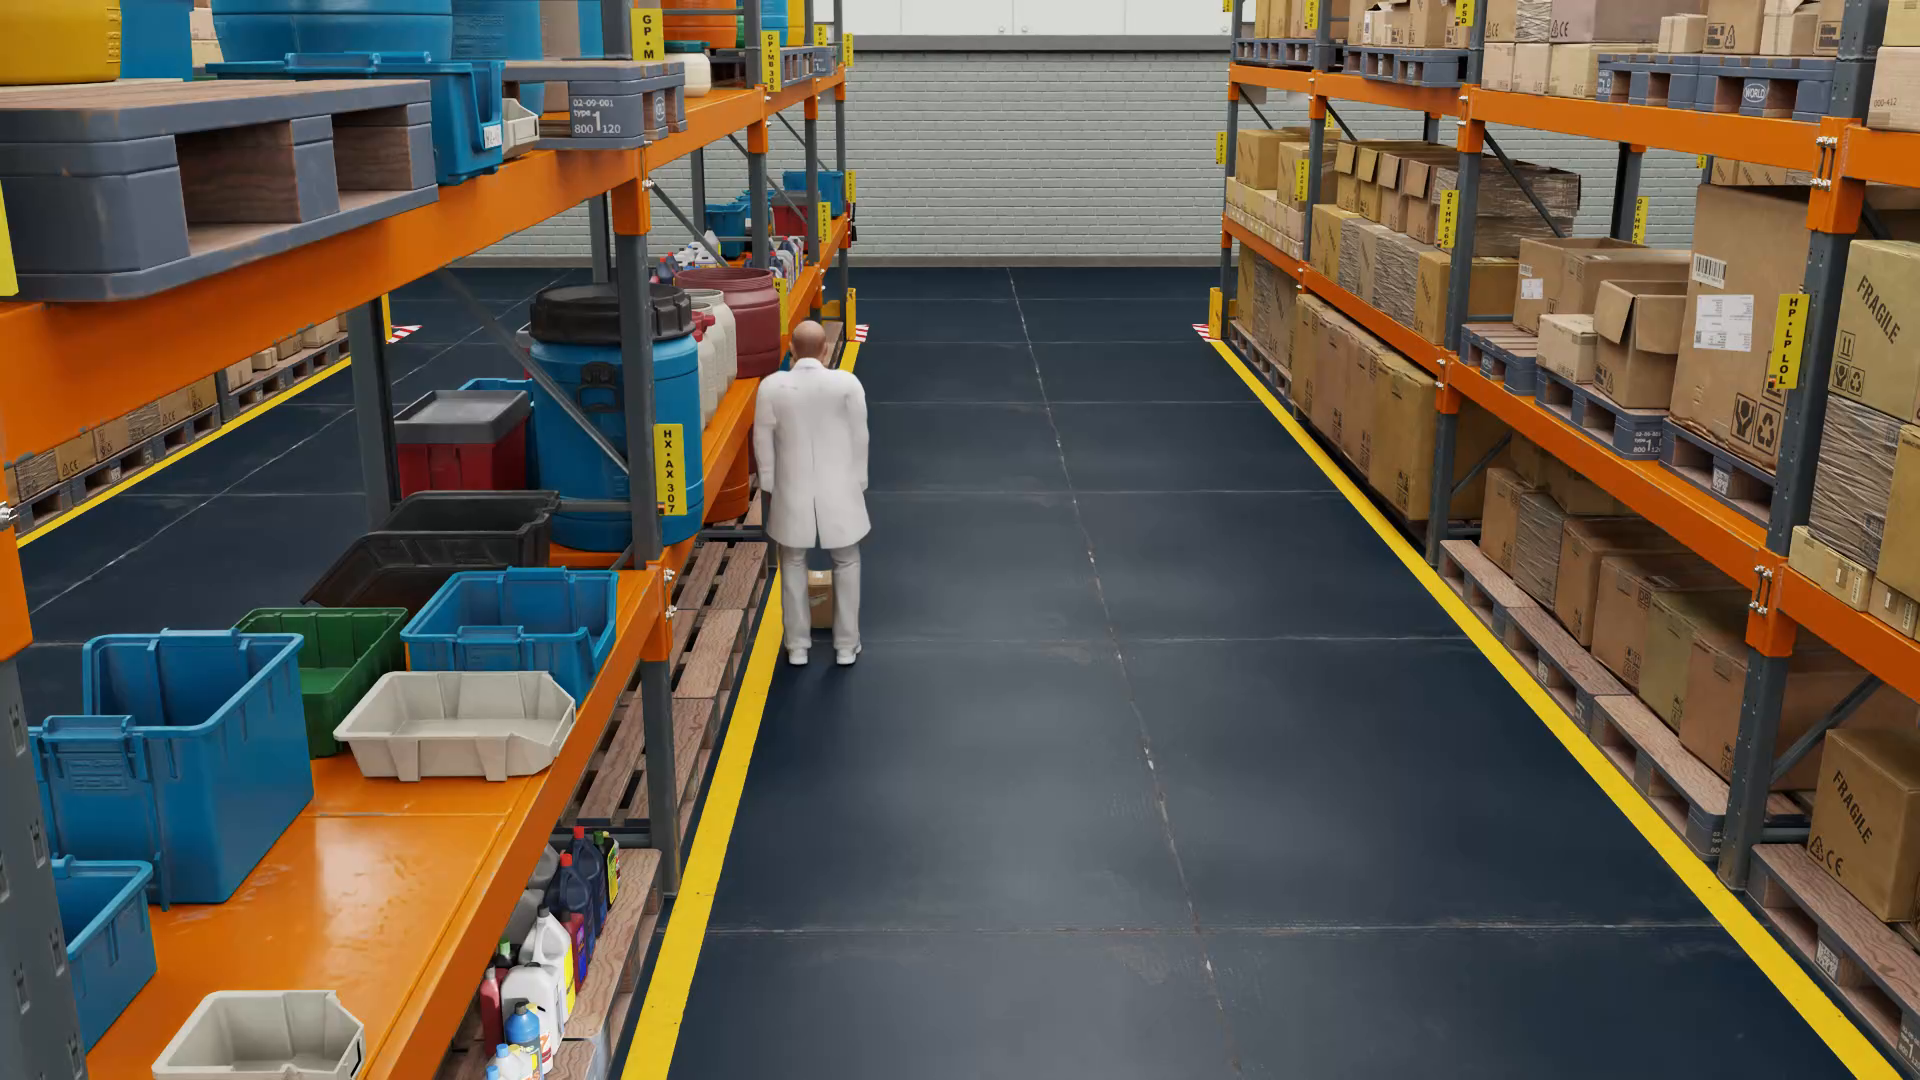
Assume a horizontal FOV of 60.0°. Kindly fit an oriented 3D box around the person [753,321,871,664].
[{"bbox_3d":[-0.745,-0.232,8.411,0.583,1.745,0.403,0,17,1],"label":"person"}]
